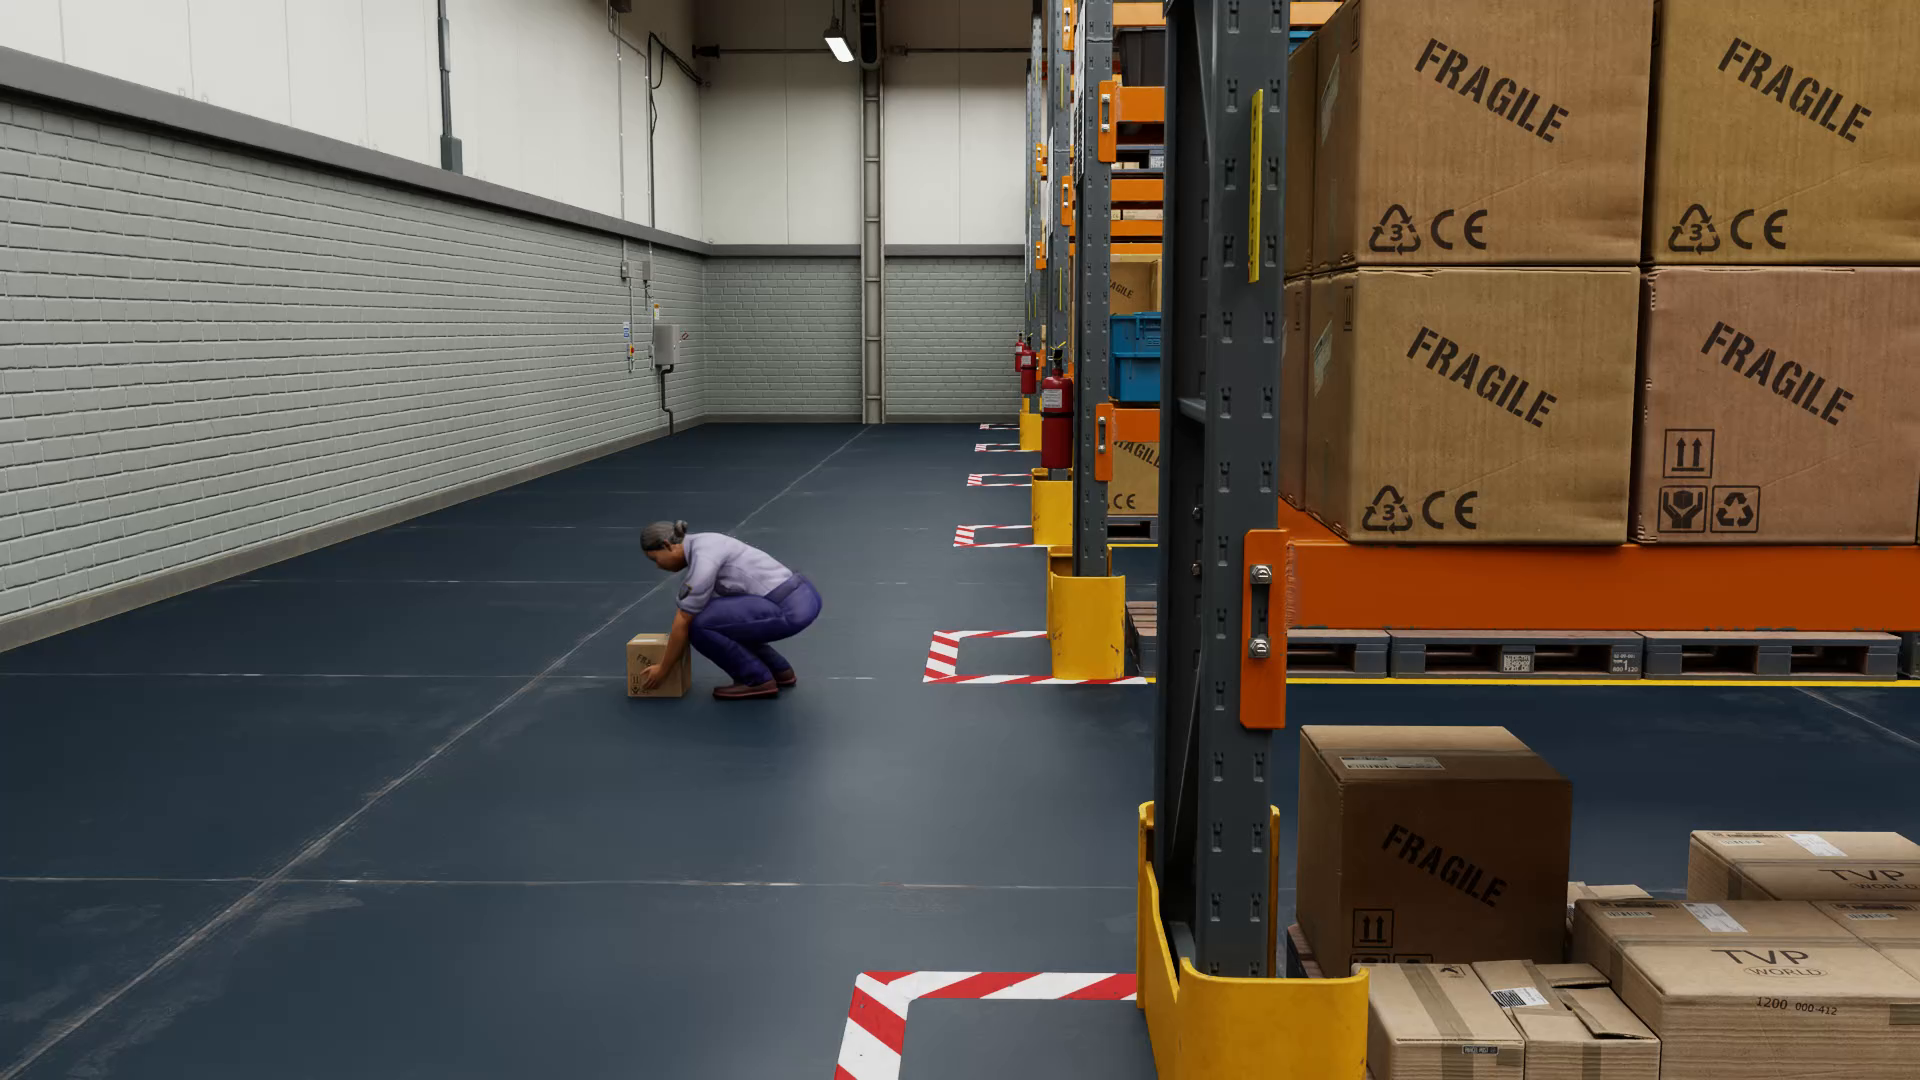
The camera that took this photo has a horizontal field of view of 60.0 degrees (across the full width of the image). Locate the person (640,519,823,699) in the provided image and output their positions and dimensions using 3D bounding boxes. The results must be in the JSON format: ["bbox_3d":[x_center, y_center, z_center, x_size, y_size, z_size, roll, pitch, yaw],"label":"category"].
[{"bbox_3d":[-1.060,0.309,7.721,0.823,0.821,0.520,0,7,1],"label":"person"}]
